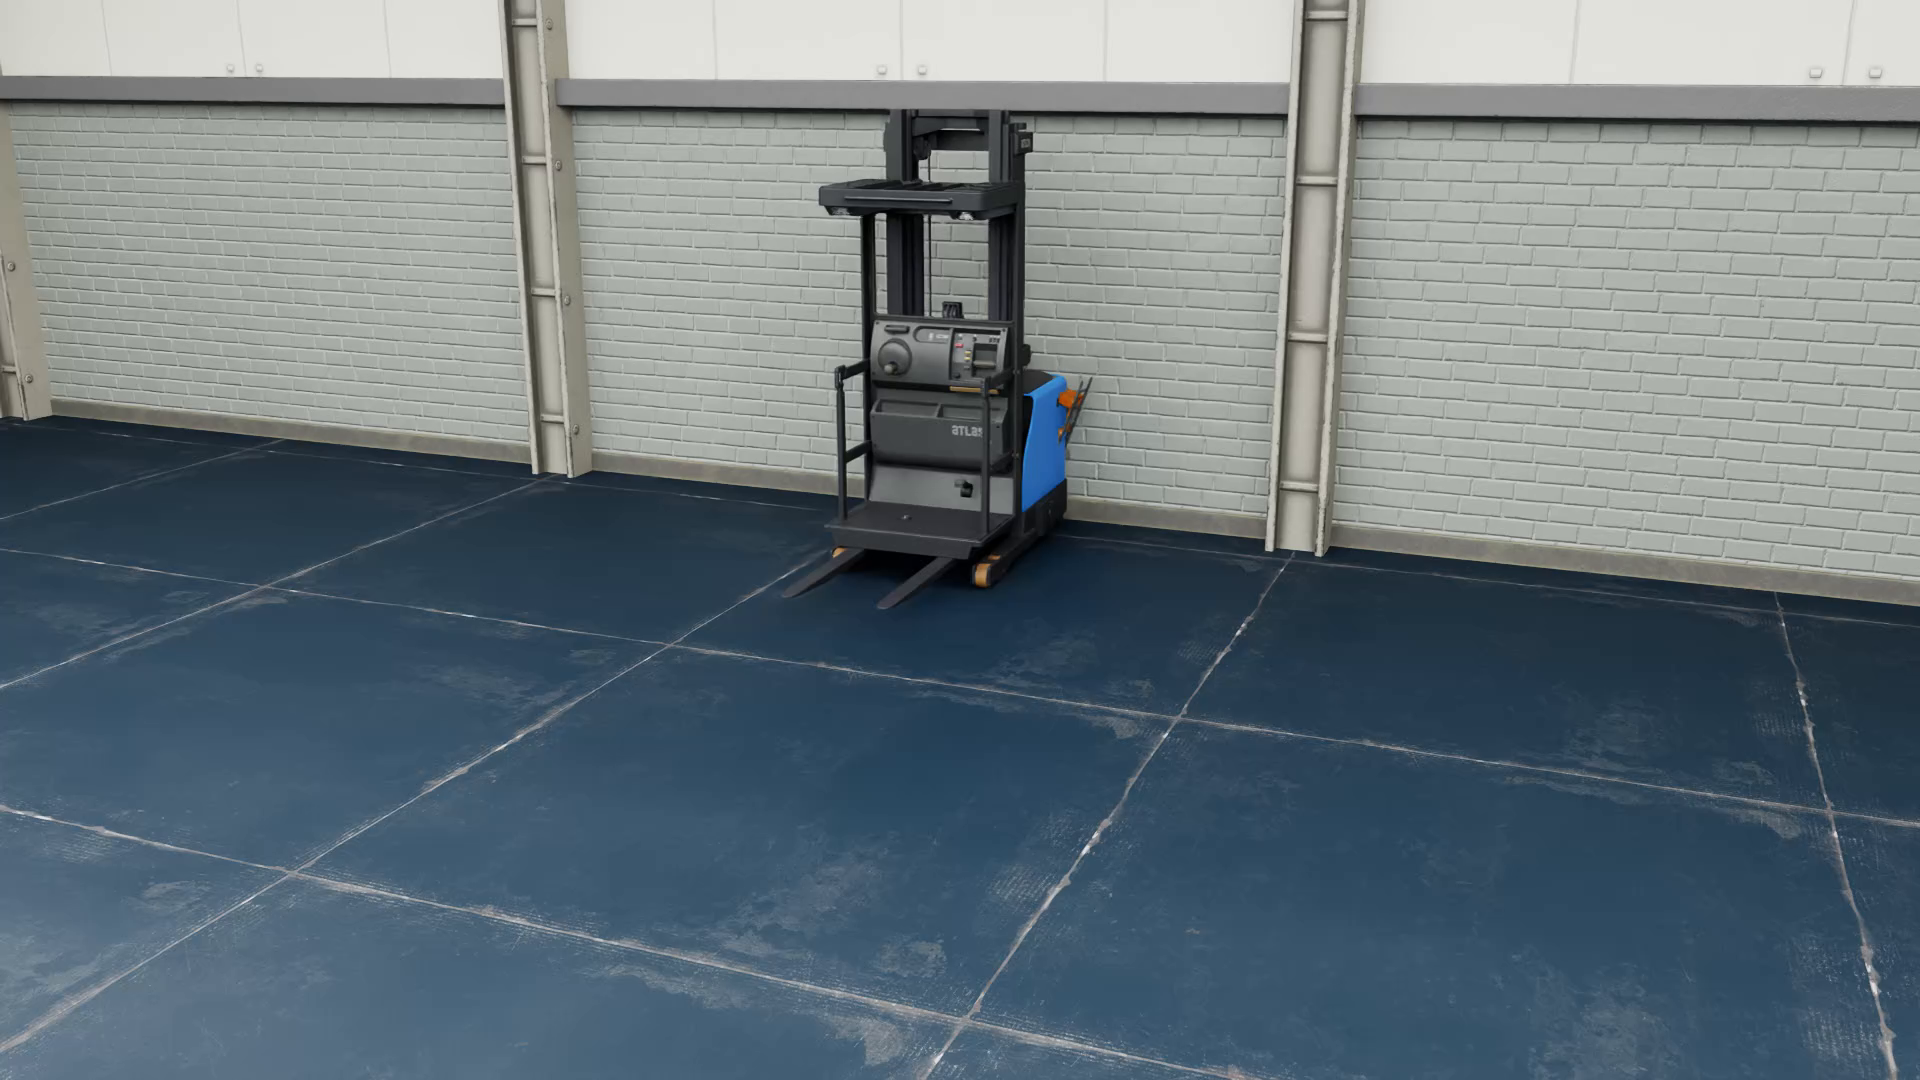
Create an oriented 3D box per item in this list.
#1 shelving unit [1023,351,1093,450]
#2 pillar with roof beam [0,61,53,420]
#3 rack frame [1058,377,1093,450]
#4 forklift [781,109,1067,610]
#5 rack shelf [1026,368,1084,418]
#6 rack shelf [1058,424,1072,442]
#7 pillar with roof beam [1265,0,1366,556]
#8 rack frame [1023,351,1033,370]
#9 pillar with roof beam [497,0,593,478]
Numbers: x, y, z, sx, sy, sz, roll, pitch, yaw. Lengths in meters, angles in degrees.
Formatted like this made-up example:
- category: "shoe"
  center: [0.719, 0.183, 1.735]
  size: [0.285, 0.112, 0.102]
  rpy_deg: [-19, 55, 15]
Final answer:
- category: "shelving unit"
  center: [0.492, -0.705, 12.022]
  size: [0.503, 1.200, 0.258]
  rpy_deg: [26, 21, 15]
- category: "pillar with roof beam"
  center: [-10.407, -4.381, 10.622]
  size: [0.400, 9.000, 9.100]
  rpy_deg: [6, 17, 21]
- category: "rack frame"
  center: [0.704, -0.603, 11.958]
  size: [0.015, 1.200, 0.240]
  rpy_deg: [26, 21, 15]
- category: "forklift"
  center: [-0.211, -1.227, 10.641]
  size: [1.130, 2.935, 3.031]
  rpy_deg: [6, 17, 19]
- category: "rack shelf"
  center: [0.619, -1.052, 11.888]
  size: [0.480, 0.148, 0.258]
  rpy_deg: [26, 21, 15]
- category: "rack shelf"
  center: [0.542, -0.844, 11.969]
  size: [0.480, 0.148, 0.258]
  rpy_deg: [26, 21, 15]
- category: "pillar with roof beam"
  center: [0.756, -3.153, 6.394]
  size: [0.400, 9.000, 9.100]
  rpy_deg: [6, 17, 21]
- category: "rack frame"
  center: [0.280, -0.807, 12.086]
  size: [0.015, 1.200, 0.240]
  rpy_deg: [26, 21, 15]
- category: "pillar with roof beam"
  center: [-4.826, -3.767, 8.508]
  size: [0.400, 9.000, 9.100]
  rpy_deg: [6, 17, 21]
